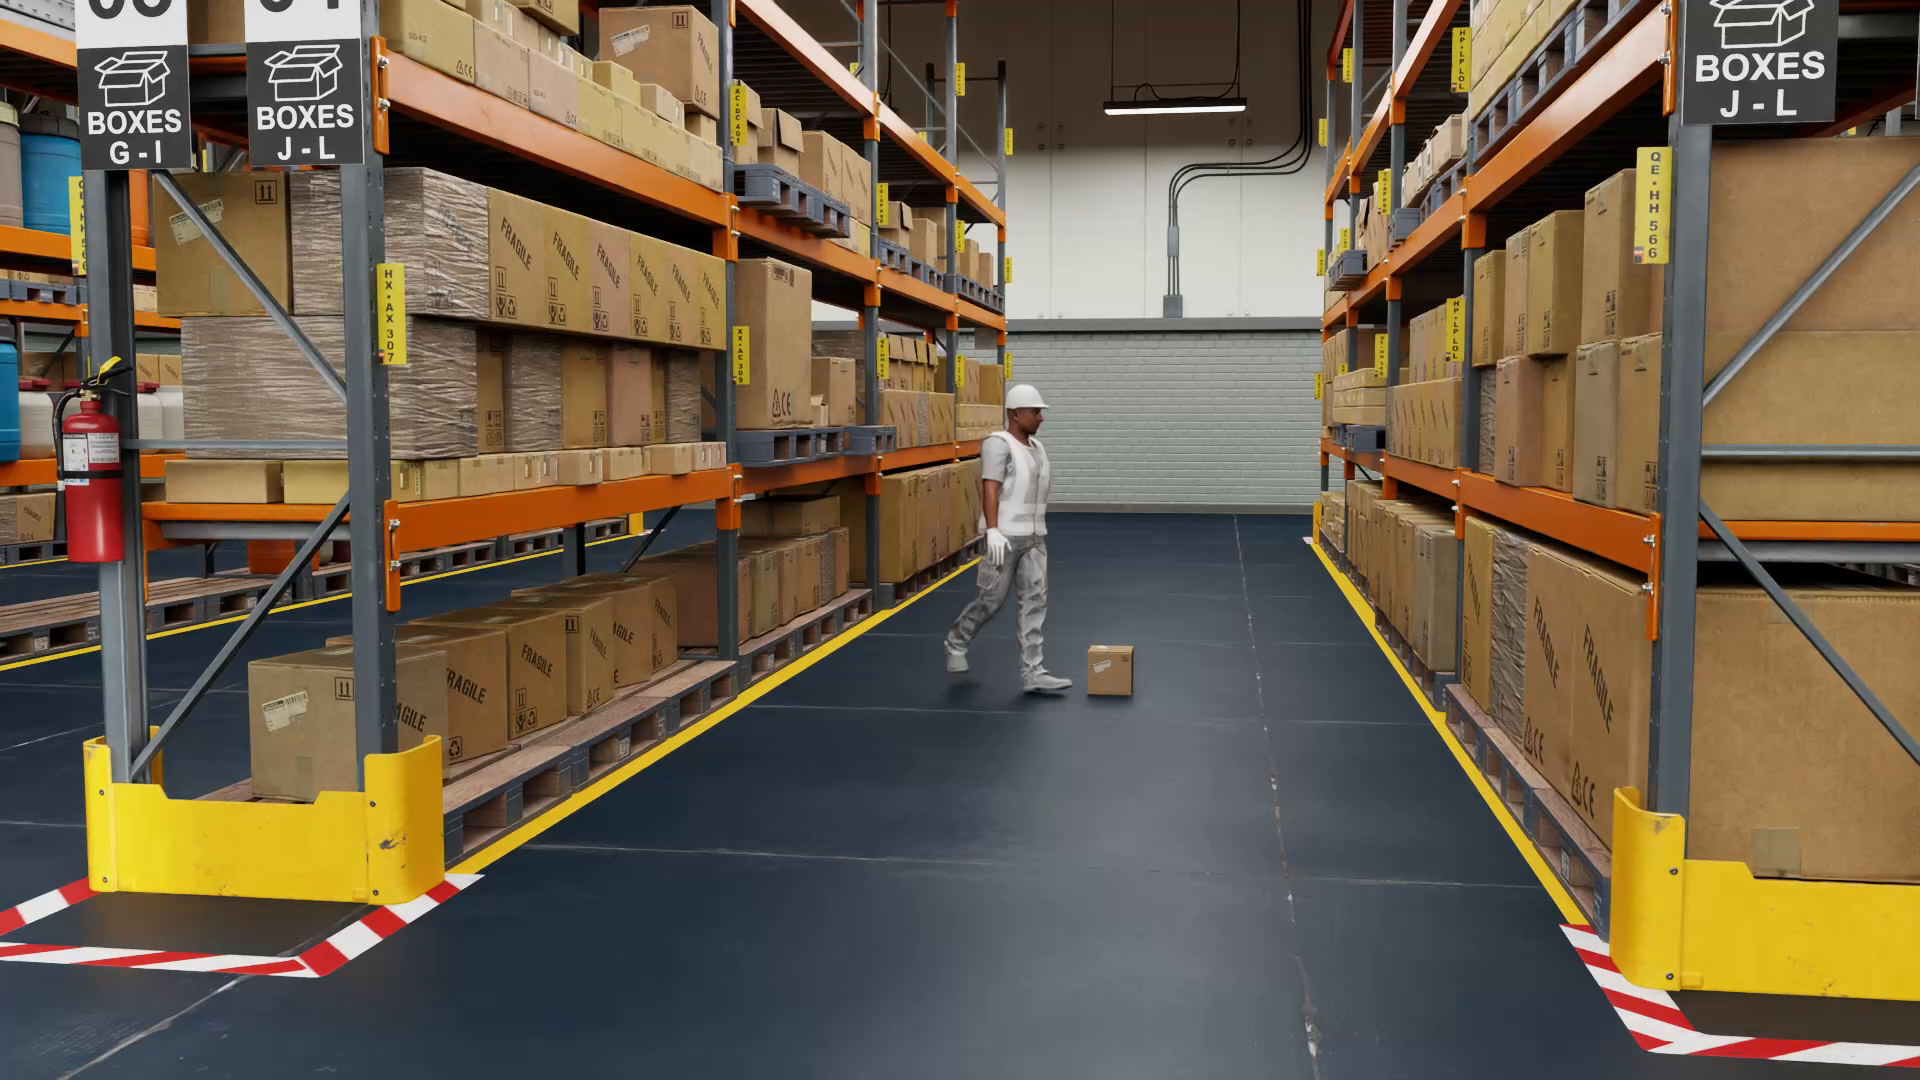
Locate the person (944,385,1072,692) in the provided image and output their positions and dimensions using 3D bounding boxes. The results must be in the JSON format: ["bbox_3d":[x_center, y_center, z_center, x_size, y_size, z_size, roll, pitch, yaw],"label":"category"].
[{"bbox_3d":[0.267,-0.013,9.661,0.898,1.770,0.647,4,6,39],"label":"person"}]
